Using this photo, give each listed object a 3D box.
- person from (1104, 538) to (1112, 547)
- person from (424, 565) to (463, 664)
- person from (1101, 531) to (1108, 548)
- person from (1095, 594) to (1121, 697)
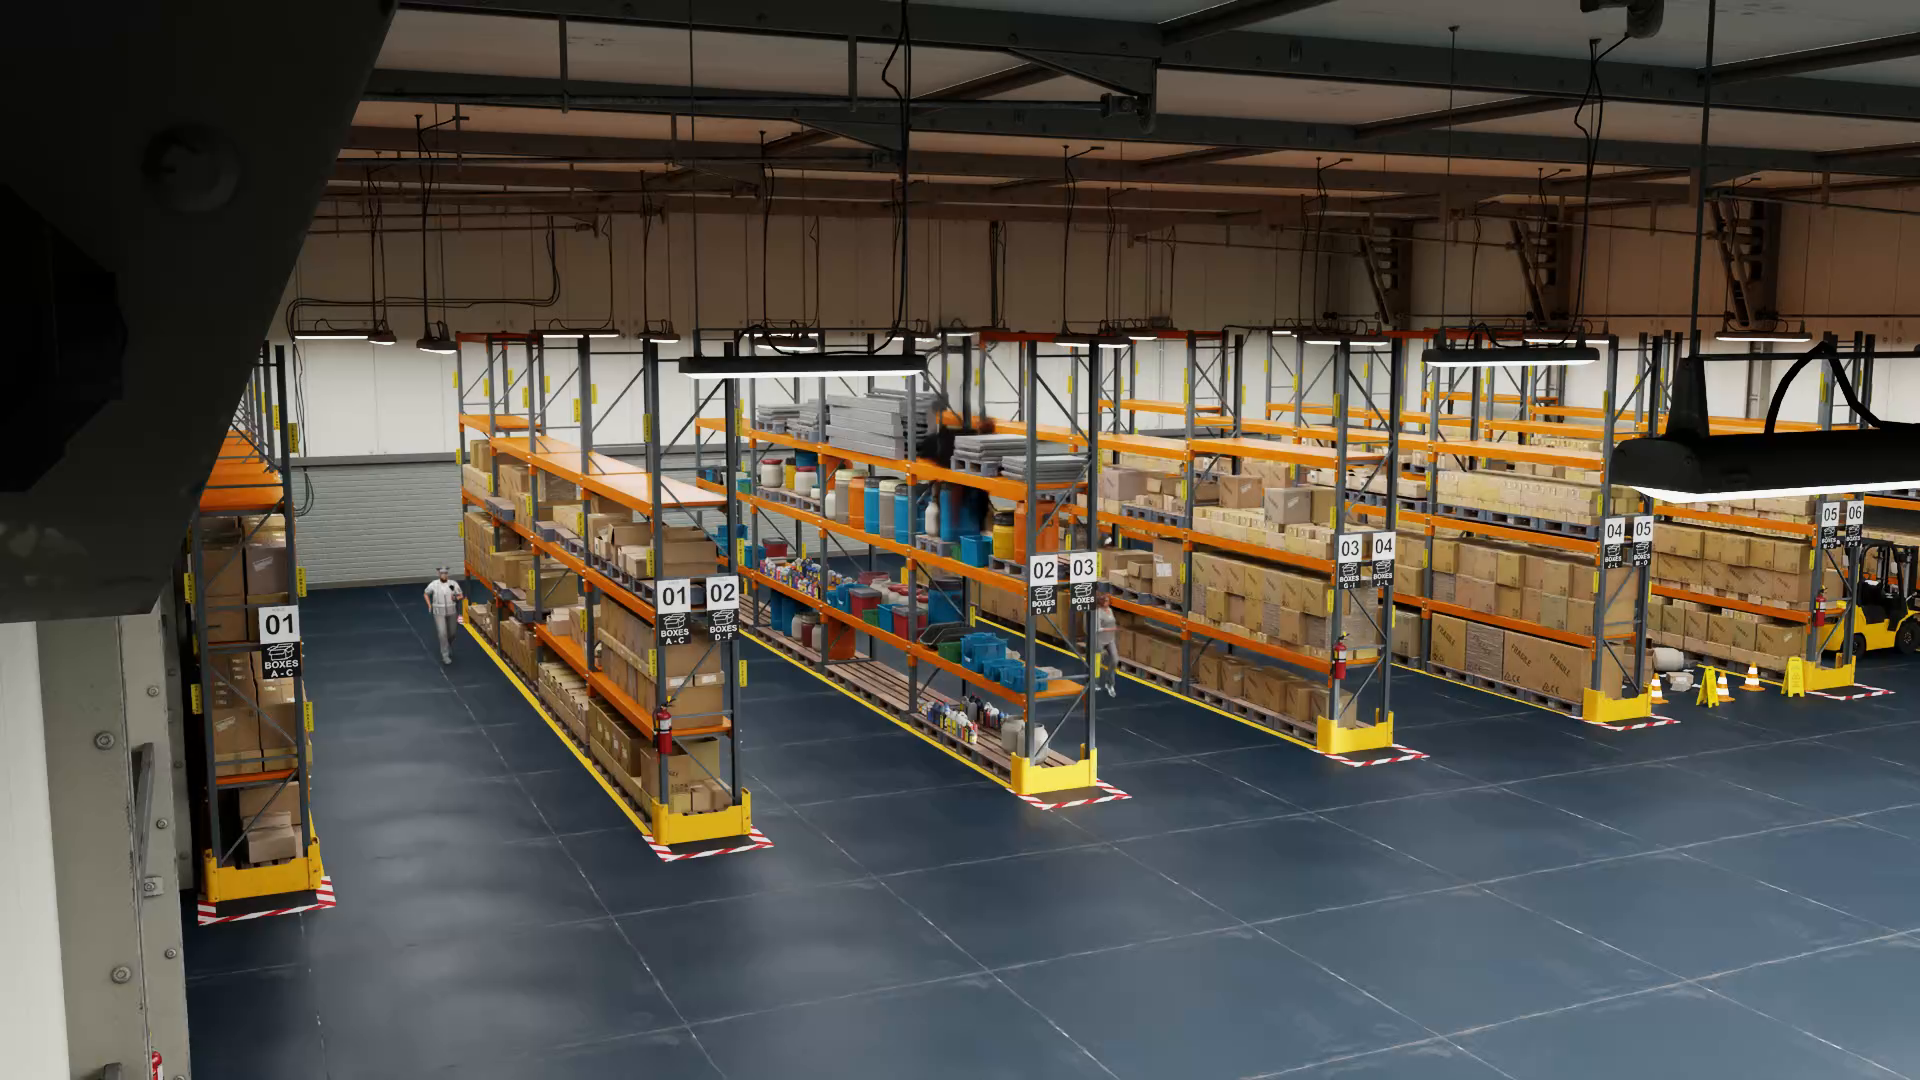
[{"bbox_3d":[3.014,0.821,34.456,0.707,1.770,0.978,-5,9,-31],"label":"person"},{"bbox_3d":[-9.448,1.330,30.520,0.669,1.758,0.960,-4,9,-28],"label":"person"},{"bbox_3d":[3.608,-0.113,42.077,0.652,1.647,0.712,-1,8,-5],"label":"person"},{"bbox_3d":[2.325,1.682,26.587,0.505,1.667,0.667,-6,10,-37],"label":"person"}]
